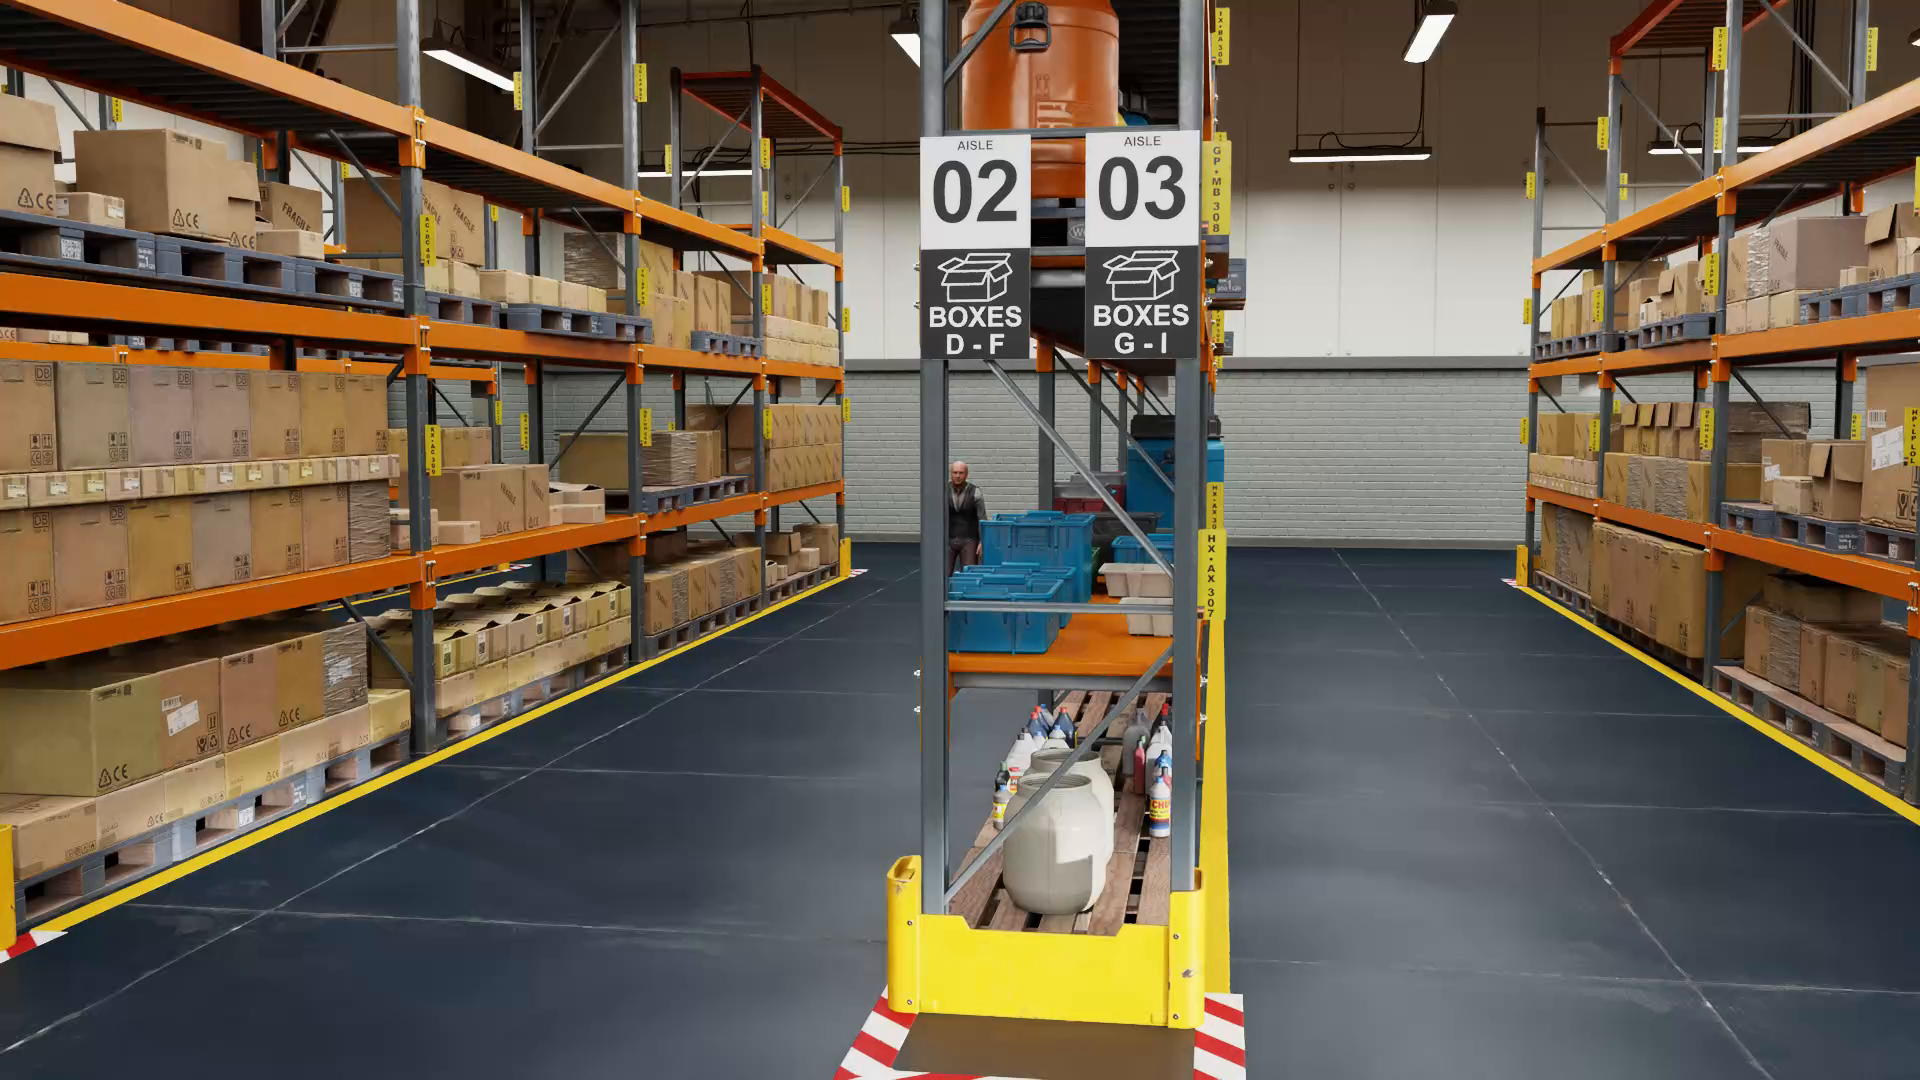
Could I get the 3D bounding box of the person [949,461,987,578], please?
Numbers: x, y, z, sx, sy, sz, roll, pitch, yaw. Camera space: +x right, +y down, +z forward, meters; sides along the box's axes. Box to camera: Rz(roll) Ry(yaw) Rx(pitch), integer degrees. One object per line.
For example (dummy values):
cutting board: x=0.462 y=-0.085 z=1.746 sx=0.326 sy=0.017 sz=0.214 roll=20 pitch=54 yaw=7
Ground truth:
person: x=-0.014 y=0.052 z=16.956 sx=0.584 sy=1.720 sz=0.392 roll=1 pitch=4 yaw=8
